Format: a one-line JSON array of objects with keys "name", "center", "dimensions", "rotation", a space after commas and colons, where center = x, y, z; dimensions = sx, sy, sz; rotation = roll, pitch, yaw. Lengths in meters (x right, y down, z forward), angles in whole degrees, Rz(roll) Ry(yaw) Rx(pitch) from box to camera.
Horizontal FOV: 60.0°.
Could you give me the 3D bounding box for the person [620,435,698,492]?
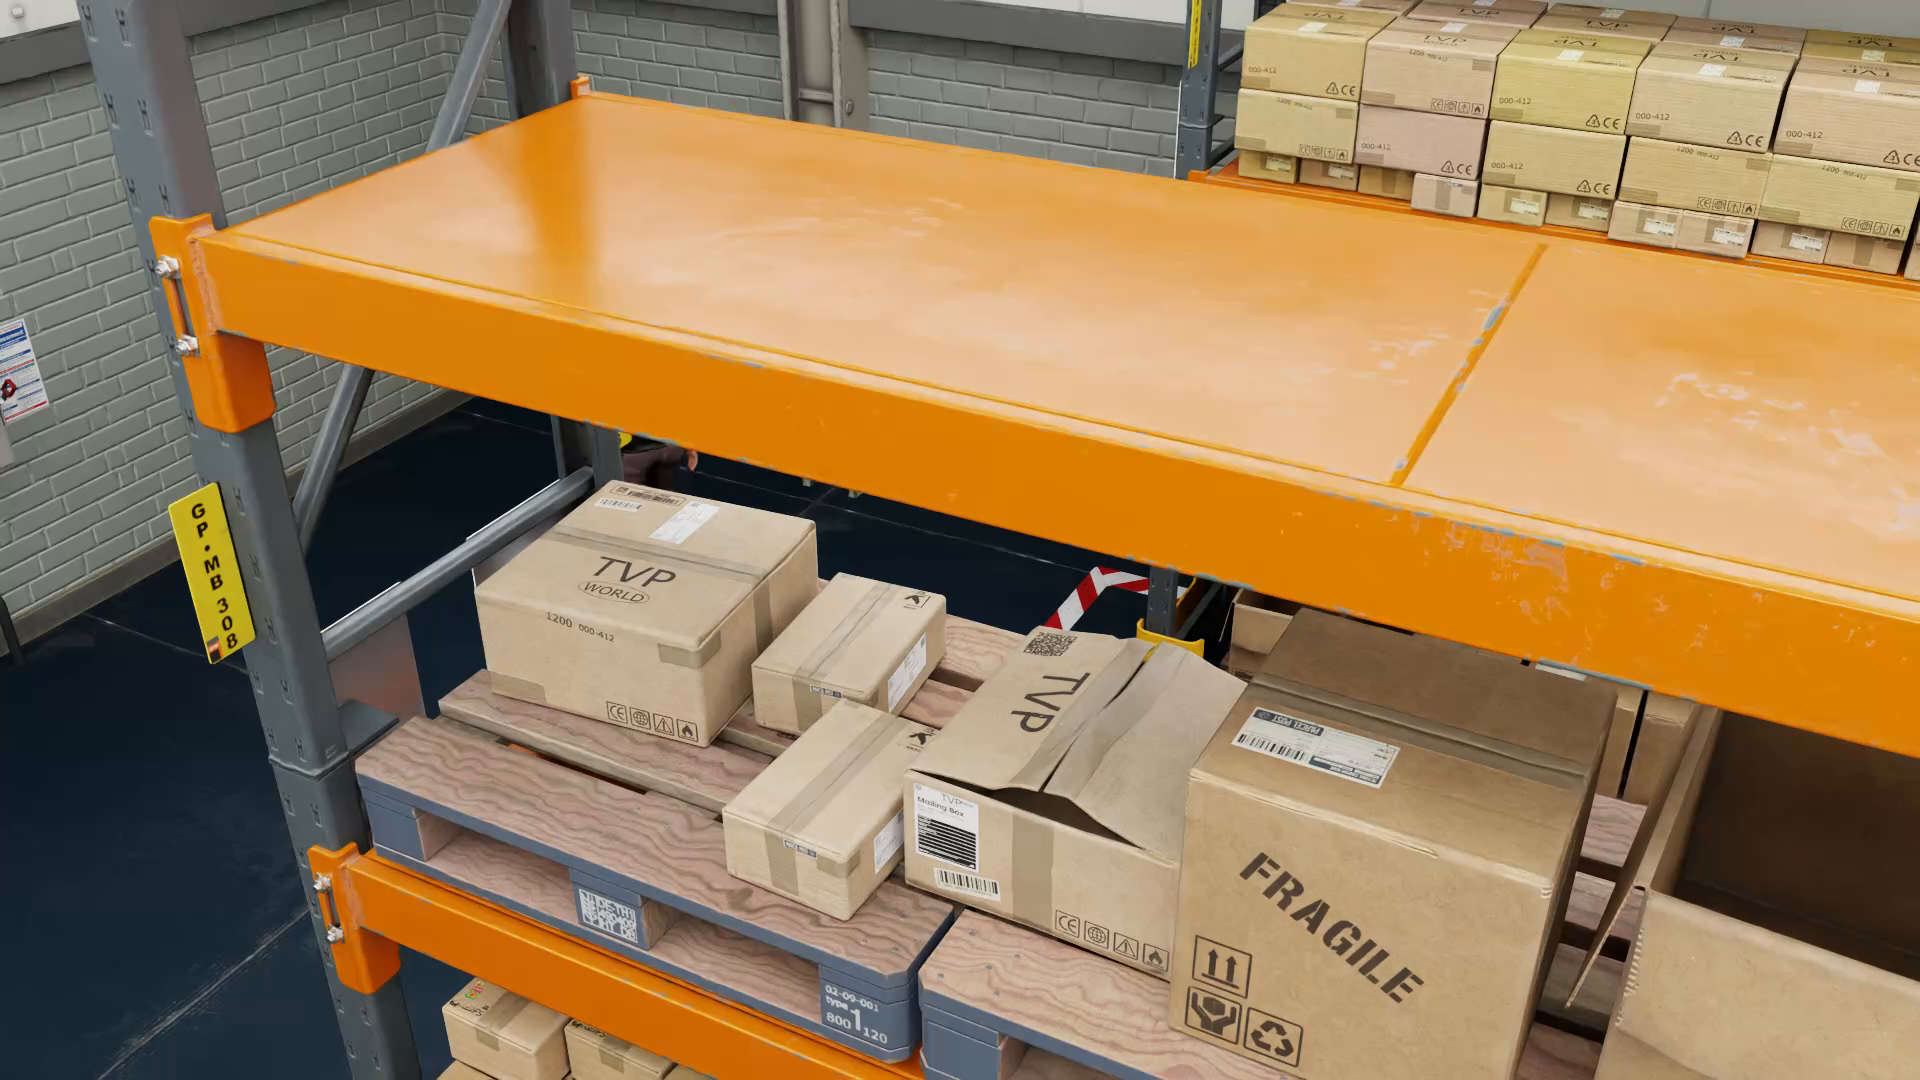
[{"name": "person", "center": [-1.736, -0.520, 9.215], "dimensions": [0.549, 1.690, 0.808], "rotation": [-12, 32, -21]}]
